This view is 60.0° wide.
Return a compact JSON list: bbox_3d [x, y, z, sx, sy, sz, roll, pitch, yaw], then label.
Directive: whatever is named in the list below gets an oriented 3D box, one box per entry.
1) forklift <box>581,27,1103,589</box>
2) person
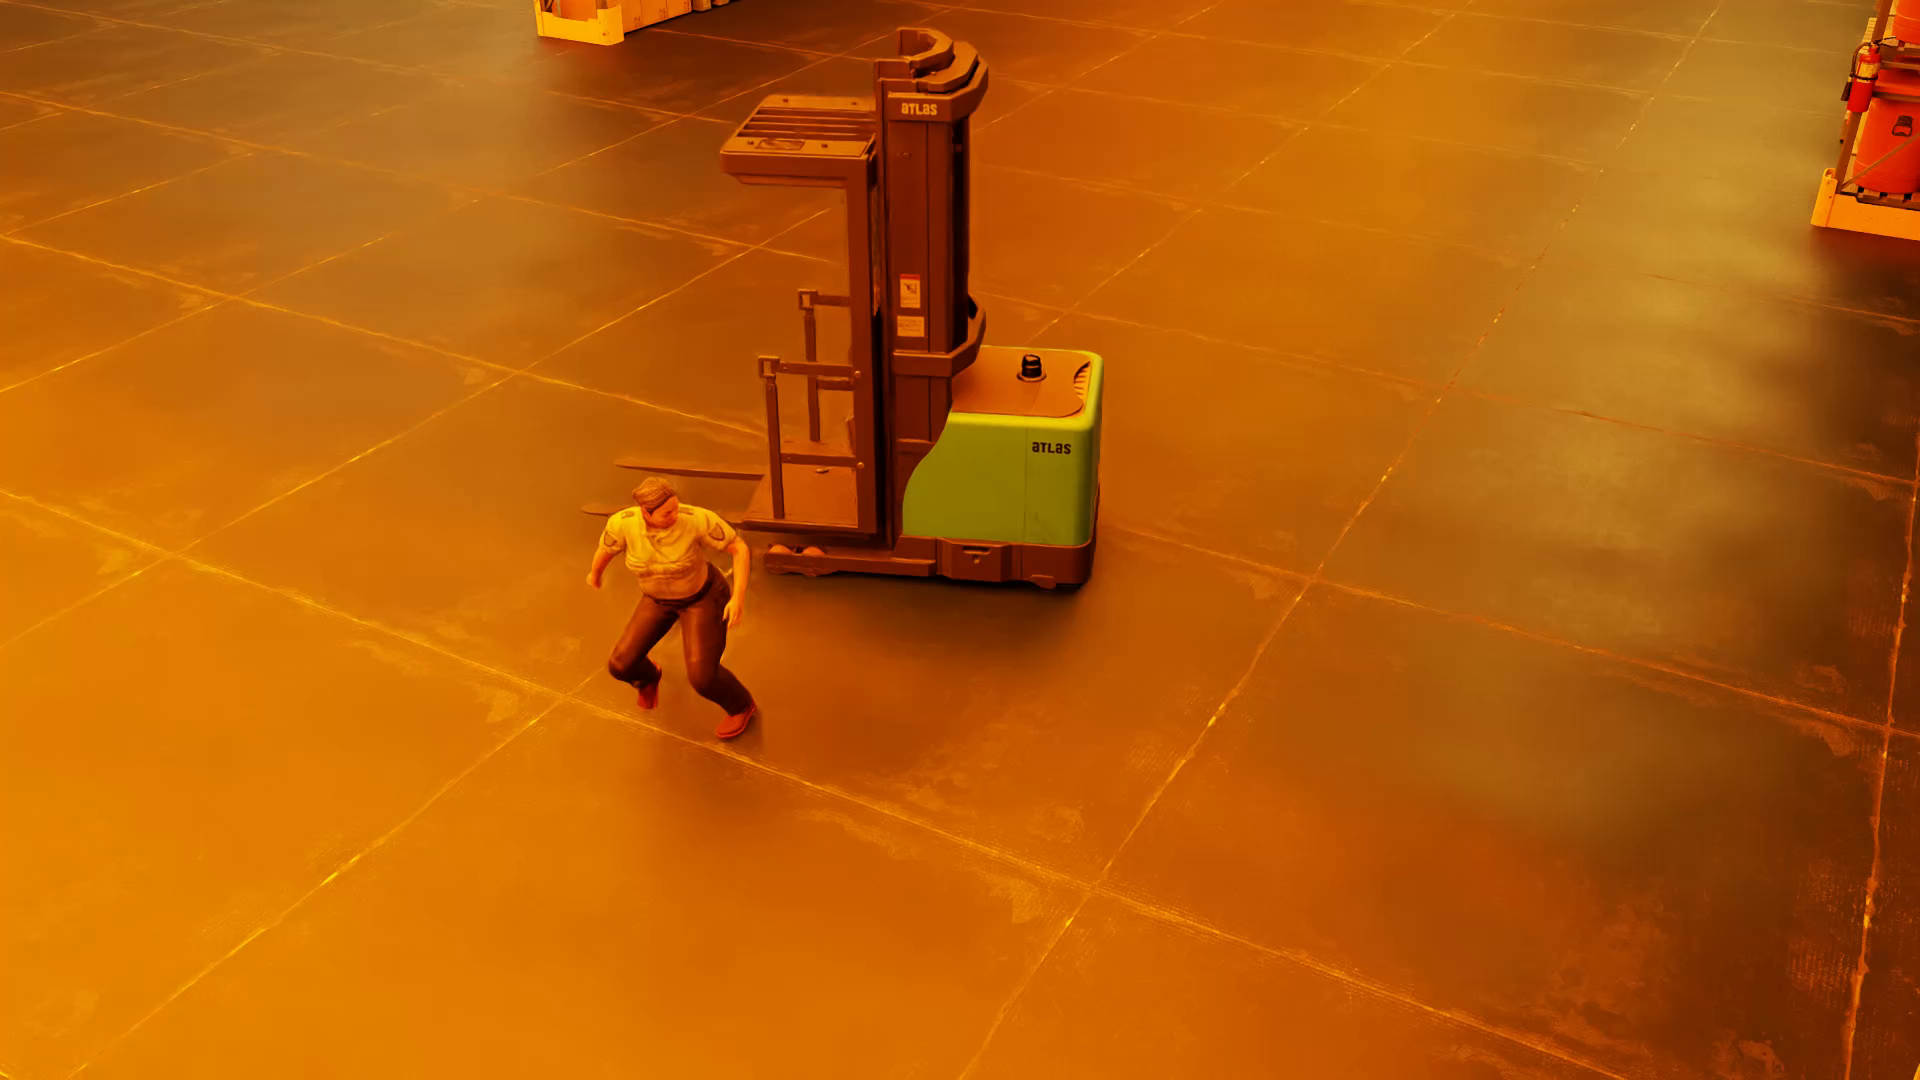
[{"bbox_3d":[-0.705,-1.313,9.345,3.031,2.935,1.130,4,30,7],"label":"forklift"},{"bbox_3d":[-1.428,0.313,8.060,0.922,1.534,0.483,7,31,11],"label":"person"}]
